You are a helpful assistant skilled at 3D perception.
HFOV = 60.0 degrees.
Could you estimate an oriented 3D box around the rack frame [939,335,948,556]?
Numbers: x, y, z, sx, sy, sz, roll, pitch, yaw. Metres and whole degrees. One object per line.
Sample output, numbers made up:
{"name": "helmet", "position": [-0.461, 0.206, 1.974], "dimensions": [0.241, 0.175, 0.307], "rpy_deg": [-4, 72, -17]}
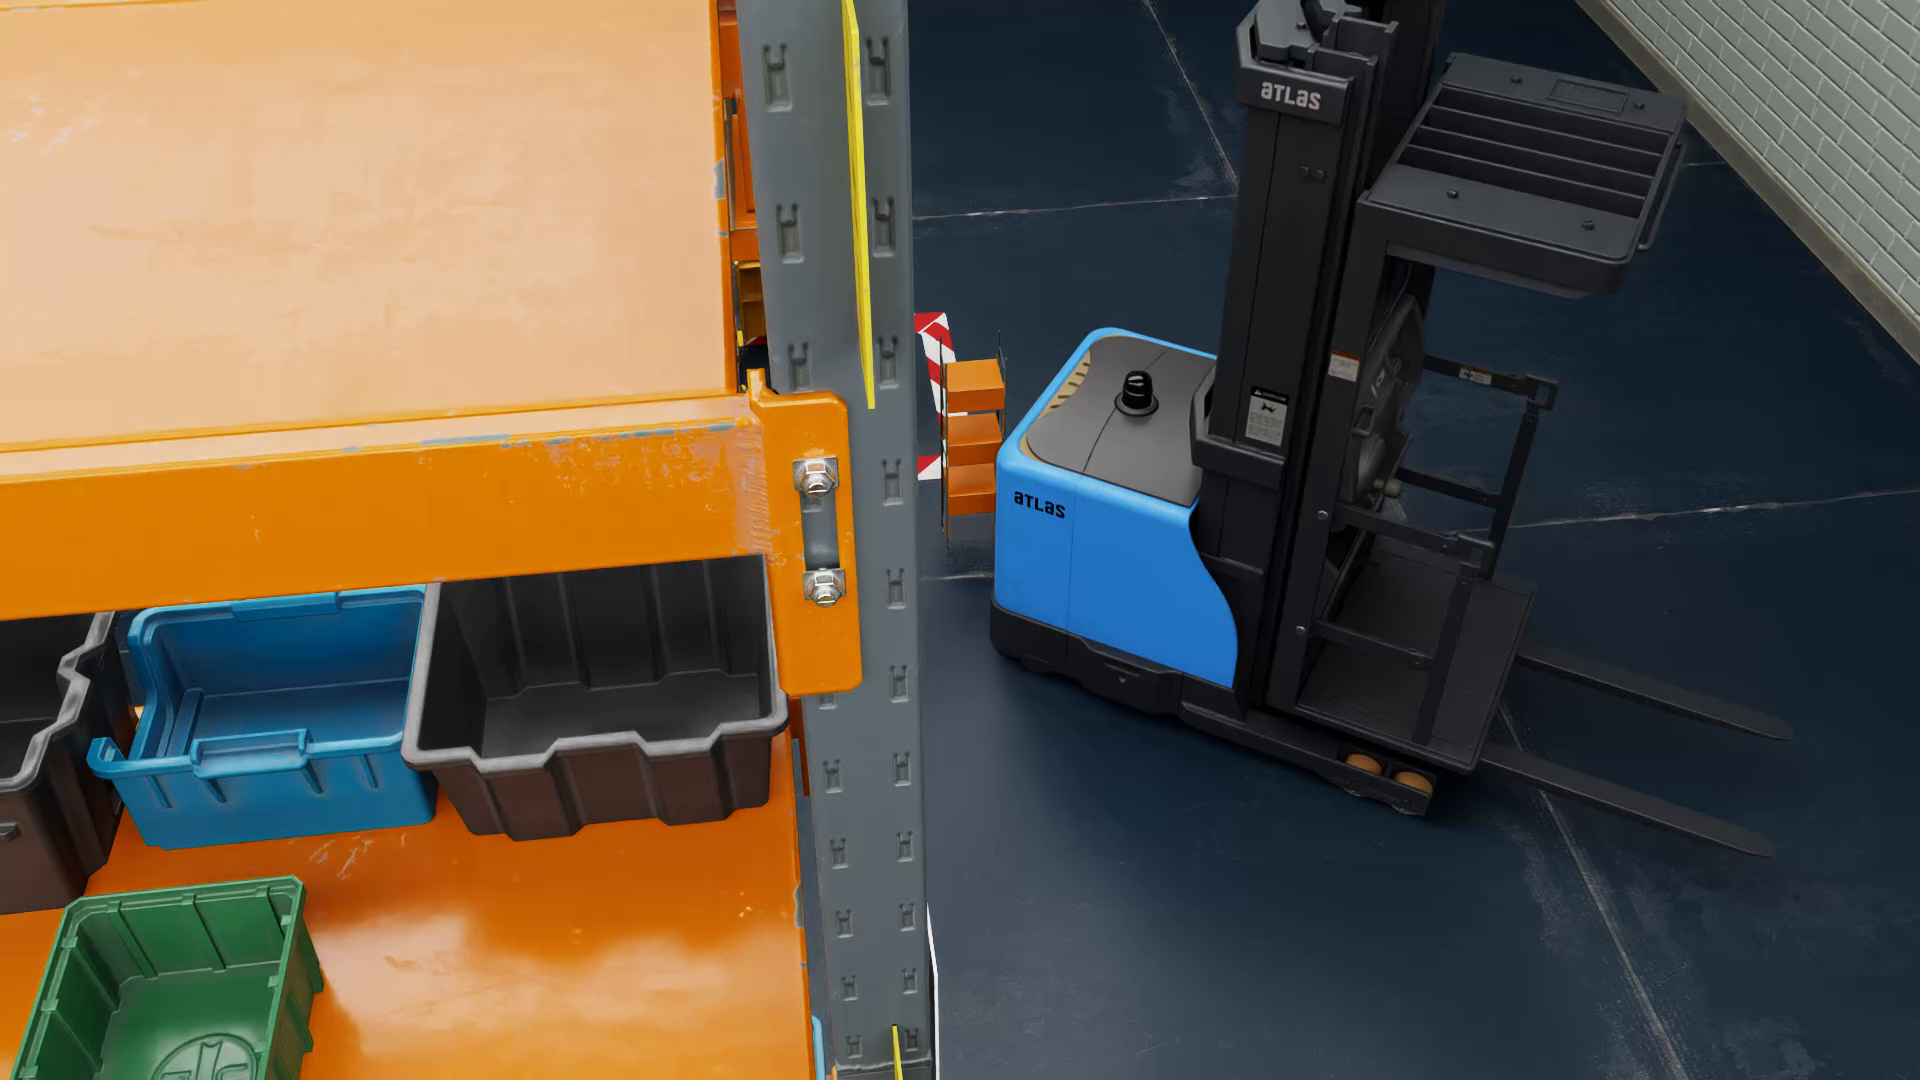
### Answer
{"name": "rack frame", "position": [-0.068, -0.384, 7.107], "dimensions": [0.008, 1.050, 0.200], "rpy_deg": [-5, 42, -6]}

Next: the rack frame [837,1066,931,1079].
{"name": "rack frame", "position": [-0.165, 1.486, 3.578], "dimensions": [0.127, 3.000, 1.000], "rpy_deg": [-5, 42, -6]}

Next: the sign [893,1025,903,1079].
{"name": "sign", "position": [-0.078, 0.775, 2.205], "dimensions": [0.005, 0.325, 0.100], "rpy_deg": [-5, 42, -6]}

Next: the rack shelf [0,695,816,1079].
{"name": "rack shelf", "position": [-2.148, 0.813, 2.622], "dimensions": [4.000, 0.370, 1.077], "rpy_deg": [-5, 42, -6]}

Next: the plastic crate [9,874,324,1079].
{"name": "plastic crate", "position": [-1.106, 0.726, 2.339], "dimensions": [0.336, 0.188, 0.450], "rpy_deg": [-5, 42, -6]}

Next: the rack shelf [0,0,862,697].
{"name": "rack shelf", "position": [-2.148, -0.152, 1.751], "dimensions": [4.000, 0.370, 1.077], "rpy_deg": [-5, 42, -6]}

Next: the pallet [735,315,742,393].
{"name": "pallet", "position": [-1.669, -0.692, 8.075], "dimensions": [1.213, 0.211, 1.003], "rpy_deg": [-5, 42, -6]}

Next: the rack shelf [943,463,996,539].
{"name": "rack shelf", "position": [0.053, -0.180, 7.312], "dimensions": [0.240, 0.259, 0.215], "rpy_deg": [-5, 42, -6]}

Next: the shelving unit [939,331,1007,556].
{"name": "shelving unit", "position": [0.053, -0.394, 7.119], "dimensions": [0.252, 1.050, 0.215], "rpy_deg": [-5, 42, -6]}

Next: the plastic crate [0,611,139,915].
{"name": "plastic crate", "position": [-1.716, 0.345, 2.649], "dimensions": [0.767, 0.338, 0.504], "rpy_deg": [-5, 42, -6]}

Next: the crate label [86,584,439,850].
{"name": "crate label", "position": [-1.122, 0.293, 2.772], "dimensions": [0.502, 0.251, 0.408], "rpy_deg": [-5, 42, -6]}

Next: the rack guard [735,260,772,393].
{"name": "rack guard", "position": [-0.879, -0.869, 8.055], "dimensions": [0.348, 0.500, 1.175], "rpy_deg": [-5, 42, -6]}

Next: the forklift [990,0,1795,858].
{"name": "forklift", "position": [1.675, -0.456, 5.783], "dimensions": [3.031, 2.935, 1.130], "rpy_deg": [19, 45, 20]}

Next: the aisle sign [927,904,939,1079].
{"name": "aisle sign", "position": [-0.056, 0.709, 2.499], "dimensions": [0.004, 0.787, 0.394], "rpy_deg": [-5, 42, -6]}

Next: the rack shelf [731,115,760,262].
{"name": "rack shelf", "position": [-2.787, -1.363, 7.274], "dimensions": [4.000, 0.370, 1.077], "rpy_deg": [-5, 42, -6]}

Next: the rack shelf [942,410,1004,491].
{"name": "rack shelf", "position": [0.053, -0.387, 7.126], "dimensions": [0.240, 0.259, 0.215], "rpy_deg": [-5, 42, -6]}

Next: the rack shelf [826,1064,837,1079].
{"name": "rack shelf", "position": [-2.148, 1.927, 3.626], "dimensions": [4.000, 0.370, 1.077], "rpy_deg": [-5, 42, -6]}

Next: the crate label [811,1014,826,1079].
{"name": "crate label", "position": [-0.453, 1.329, 3.833], "dimensions": [0.303, 0.233, 0.416], "rpy_deg": [-5, 42, -6]}

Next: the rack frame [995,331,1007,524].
{"name": "rack frame", "position": [0.174, -0.405, 7.130], "dimensions": [0.008, 1.050, 0.200], "rpy_deg": [-5, 42, -6]}

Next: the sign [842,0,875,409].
{"name": "sign", "position": [-0.078, -0.258, 1.273], "dimensions": [0.005, 0.325, 0.100], "rpy_deg": [-5, 42, -6]}

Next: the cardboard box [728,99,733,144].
{"name": "cardboard box", "position": [-1.278, -1.978, 7.343], "dimensions": [0.500, 0.500, 0.500], "rpy_deg": [-4, 42, -5]}

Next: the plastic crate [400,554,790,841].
{"name": "plastic crate", "position": [-0.583, 0.269, 2.785], "dimensions": [0.590, 0.269, 0.497], "rpy_deg": [-5, 42, -6]}

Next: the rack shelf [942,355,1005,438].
{"name": "rack shelf", "position": [0.053, -0.597, 6.936], "dimensions": [0.240, 0.259, 0.215], "rpy_deg": [-5, 42, -6]}

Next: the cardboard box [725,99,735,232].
{"name": "cardboard box", "position": [-1.212, -1.621, 6.949], "dimensions": [0.500, 0.500, 0.500], "rpy_deg": [-4, 42, -4]}

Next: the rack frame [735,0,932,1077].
{"name": "rack frame", "position": [-0.165, -0.742, 1.569], "dimensions": [0.127, 3.000, 1.000], "rpy_deg": [-5, 42, -6]}

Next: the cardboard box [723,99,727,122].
{"name": "cardboard box", "position": [-1.209, -1.991, 6.612], "dimensions": [0.500, 0.500, 0.500], "rpy_deg": [-5, 42, -6]}
